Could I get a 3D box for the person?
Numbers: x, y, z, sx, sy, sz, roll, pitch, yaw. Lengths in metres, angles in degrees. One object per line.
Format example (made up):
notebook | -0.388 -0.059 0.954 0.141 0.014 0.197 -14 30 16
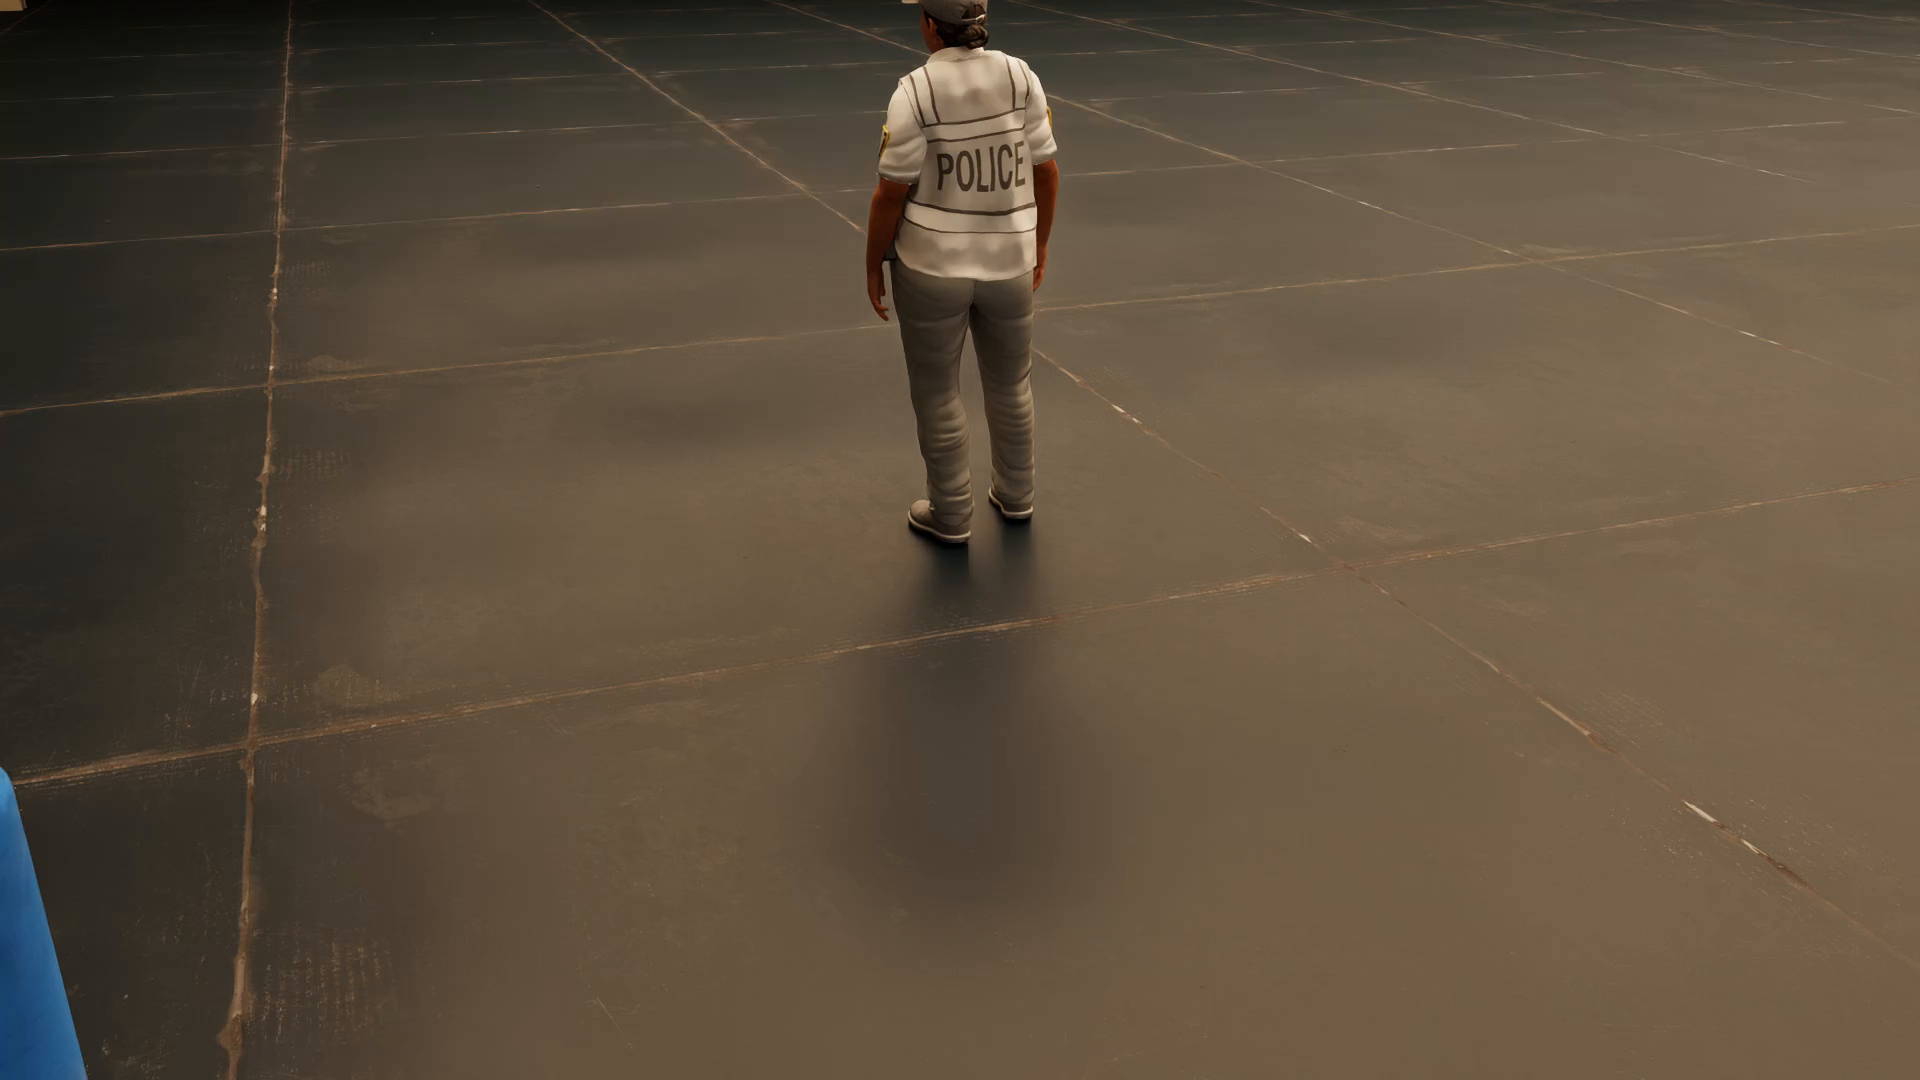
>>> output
person | -0.004 -0.806 4.827 0.598 1.670 0.529 -8 24 -18
